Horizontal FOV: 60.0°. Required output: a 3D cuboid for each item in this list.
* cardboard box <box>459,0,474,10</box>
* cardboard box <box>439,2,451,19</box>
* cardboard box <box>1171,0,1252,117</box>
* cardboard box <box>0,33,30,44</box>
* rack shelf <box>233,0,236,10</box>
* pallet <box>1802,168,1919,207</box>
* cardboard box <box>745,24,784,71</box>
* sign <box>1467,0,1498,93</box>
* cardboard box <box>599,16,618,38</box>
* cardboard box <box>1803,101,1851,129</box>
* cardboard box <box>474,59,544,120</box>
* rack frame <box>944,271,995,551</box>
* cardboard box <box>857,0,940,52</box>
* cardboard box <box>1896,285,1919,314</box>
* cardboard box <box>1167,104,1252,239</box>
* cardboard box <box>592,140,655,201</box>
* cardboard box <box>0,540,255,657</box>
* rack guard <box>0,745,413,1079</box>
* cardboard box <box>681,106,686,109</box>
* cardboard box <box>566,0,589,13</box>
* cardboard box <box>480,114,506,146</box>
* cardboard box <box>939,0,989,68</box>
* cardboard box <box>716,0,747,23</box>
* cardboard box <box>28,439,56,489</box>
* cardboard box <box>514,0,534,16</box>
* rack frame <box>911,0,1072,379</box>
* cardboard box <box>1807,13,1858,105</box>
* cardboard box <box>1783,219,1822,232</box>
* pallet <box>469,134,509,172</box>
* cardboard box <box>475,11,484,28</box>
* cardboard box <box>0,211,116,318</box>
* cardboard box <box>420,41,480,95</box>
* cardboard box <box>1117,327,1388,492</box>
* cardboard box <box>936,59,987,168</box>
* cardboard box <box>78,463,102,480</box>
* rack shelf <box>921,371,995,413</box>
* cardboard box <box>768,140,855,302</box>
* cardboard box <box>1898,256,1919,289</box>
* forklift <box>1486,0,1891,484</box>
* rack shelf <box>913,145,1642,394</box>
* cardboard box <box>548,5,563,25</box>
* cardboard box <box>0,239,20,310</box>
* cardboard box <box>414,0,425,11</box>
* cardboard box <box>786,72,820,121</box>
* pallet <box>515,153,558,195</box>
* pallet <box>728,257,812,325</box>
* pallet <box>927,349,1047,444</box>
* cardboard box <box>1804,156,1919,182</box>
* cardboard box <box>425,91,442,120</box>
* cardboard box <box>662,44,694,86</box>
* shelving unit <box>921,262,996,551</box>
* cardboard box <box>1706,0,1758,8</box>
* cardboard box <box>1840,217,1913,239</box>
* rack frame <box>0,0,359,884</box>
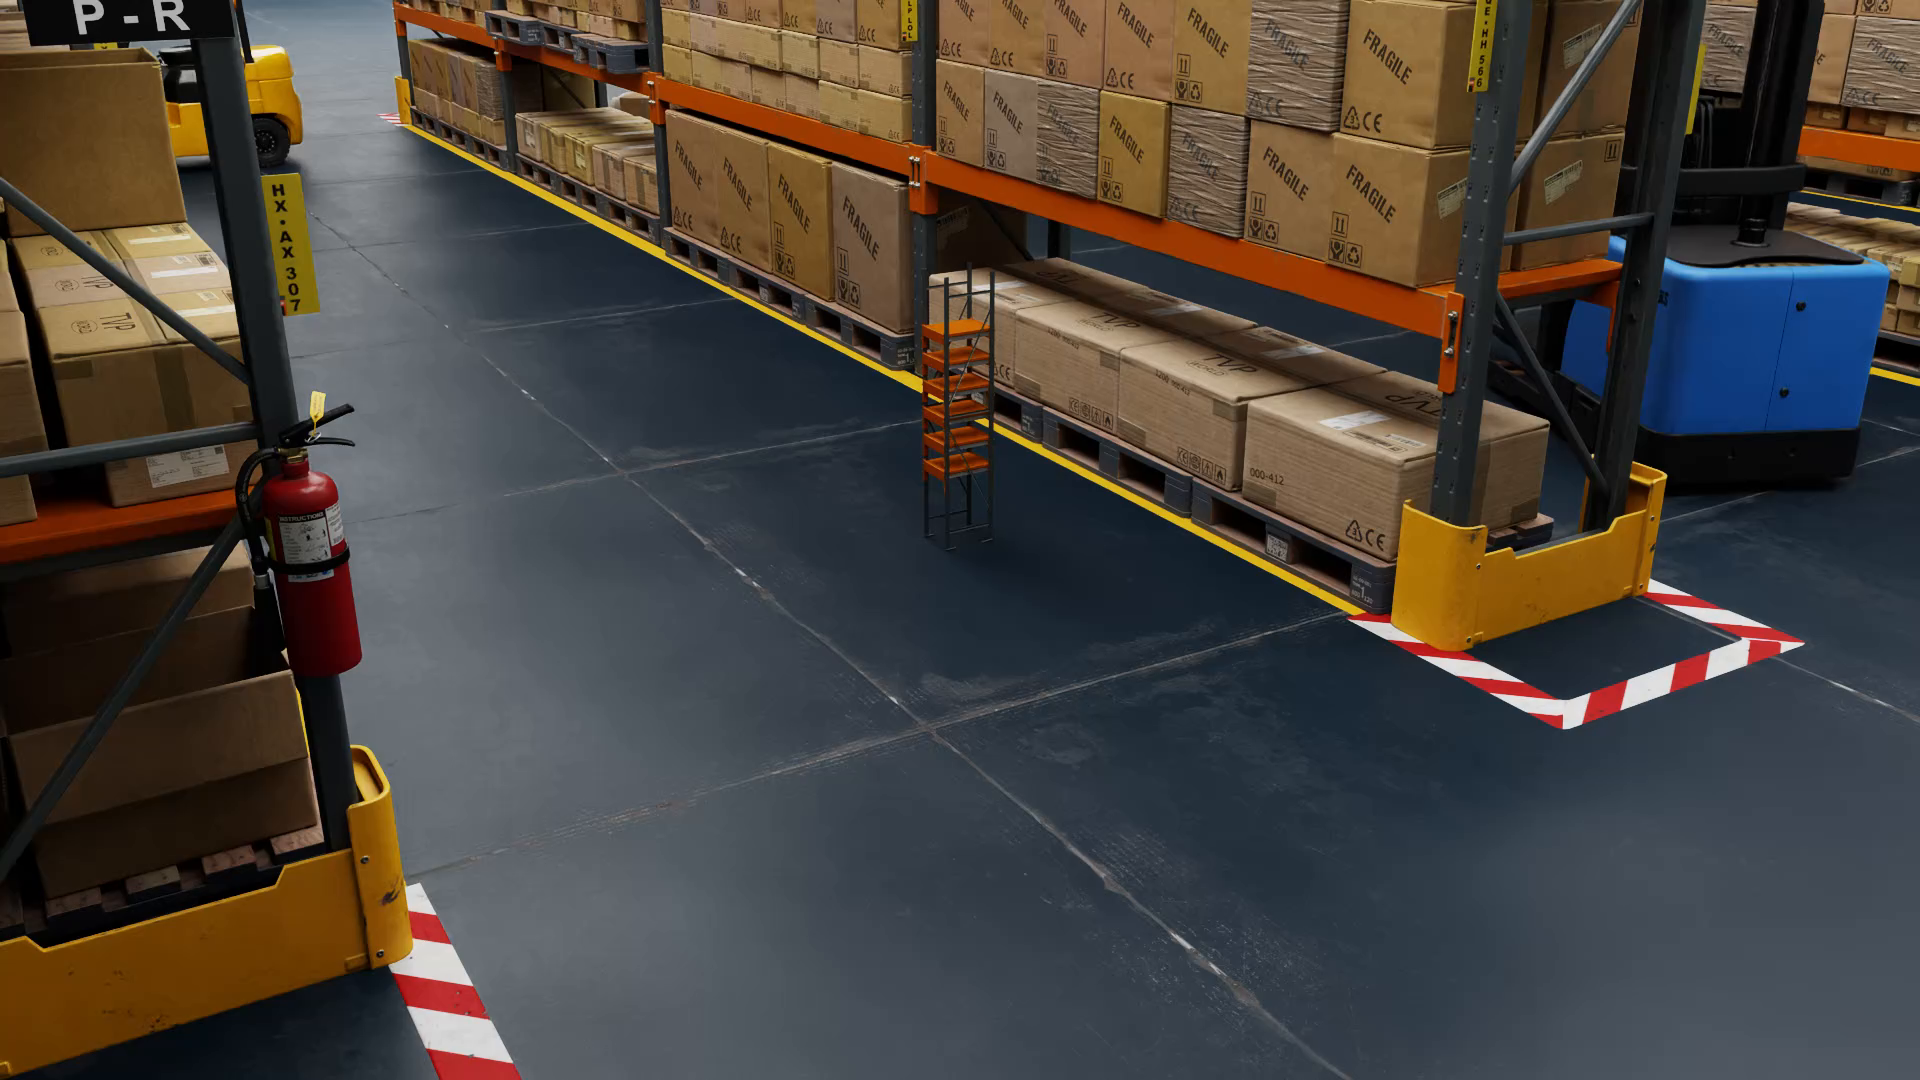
[{"bbox_3d":[-4.600,-5.463,16.240,0.500,0.500,0.500,-12,25,-26],"label":"cardboard box"},{"bbox_3d":[-5.106,-5.440,17.045,0.380,0.149,0.250,-12,25,-28],"label":"cardboard box"},{"bbox_3d":[1.246,-2.077,6.977,0.500,0.500,0.500,-13,25,-29],"label":"cardboard box"},{"bbox_3d":[-4.389,-2.080,7.755,0.700,0.500,0.500,-12,25,-28],"label":"cardboard box"},{"bbox_3d":[-3.048,-1.881,4.927,1.077,0.370,4.000,-13,25,-28],"label":"rack shelf"},{"bbox_3d":[8.256,-3.277,15.094,1.003,0.211,1.213,-13,25,-28],"label":"pallet"},{"bbox_3d":[-1.046,-3.175,10.675,0.500,0.250,0.500,-12,25,-27],"label":"cardboard box"},{"bbox_3d":[1.766,-1.679,5.607,0.100,0.325,0.005,-13,25,-28],"label":"sign"},{"bbox_3d":[-2.584,-4.007,12.963,0.380,0.149,0.250,-13,25,-29],"label":"cardboard box"},{"bbox_3d":[5.302,-2.569,9.983,0.380,0.149,0.250,-12,25,-27],"label":"cardboard box"},{"bbox_3d":[-4.424,-4.426,16.314,0.500,0.500,0.500,-13,25,-29],"label":"cardboard box"},{"bbox_3d":[0.039,-0.531,7.024,0.240,1.200,0.006,-13,25,-28],"label":"rack frame"},{"bbox_3d":[-0.248,-3.034,9.331,0.500,0.500,0.500,-12,25,-27],"label":"cardboard box"},{"bbox_3d":[5.661,-1.413,9.638,0.380,0.149,0.250,-14,26,-30],"label":"cardboard box"},{"bbox_3d":[1.251,-1.615,7.167,0.500,0.500,0.500,-12,25,-27],"label":"cardboard box"},{"bbox_3d":[-2.511,-3.122,13.941,0.950,0.372,0.625,-13,26,-29],"label":"cardboard box"},{"bbox_3d":[-2.660,0.286,5.386,0.700,0.500,0.500,-11,25,-26],"label":"cardboard box"},{"bbox_3d":[-2.065,0.956,4.295,1.175,0.500,0.348,-13,25,-28],"label":"rack guard"},{"bbox_3d":[-2.860,-5.074,19.127,0.637,0.503,0.797,8,23,18],"label":"cardboard box"},{"bbox_3d":[-2.851,-4.523,13.371,0.500,0.500,0.500,-15,26,-32],"label":"cardboard box"},{"bbox_3d":[-4.424,-4.078,16.455,0.500,0.250,0.500,-11,25,-26],"label":"cardboard box"},{"bbox_3d":[0.231,-2.737,8.600,0.500,0.500,0.500,-12,25,-28],"label":"cardboard box"},{"bbox_3d":[-1.293,-3.696,10.961,0.500,0.500,0.500,-12,25,-27],"label":"cardboard box"},{"bbox_3d":[-2.503,-0.210,4.179,0.380,0.149,0.250,-12,25,-27],"label":"cardboard box"},{"bbox_3d":[-3.760,-4.773,14.848,0.380,0.149,0.250,-12,25,-27],"label":"cardboard box"},{"bbox_3d":[0.196,-2.428,9.301,1.000,3.000,0.127,-13,25,-28],"label":"rack frame"},{"bbox_3d":[5.220,-2.891,9.913,0.500,0.500,0.500,-11,25,-26],"label":"cardboard box"},{"bbox_3d":[5.174,-1.900,10.440,0.380,0.149,0.250,-12,25,-28],"label":"cardboard box"},{"bbox_3d":[-4.264,-3.936,16.715,1.003,0.211,1.213,-13,25,-28],"label":"pallet"},{"bbox_3d":[-4.450,-5.026,16.027,0.380,0.149,0.250,-12,25,-27],"label":"cardboard box"},{"bbox_3d":[-2.825,-0.932,5.425,0.500,0.250,0.500,-13,26,-30],"label":"cardboard box"},{"bbox_3d":[-5.476,-5.090,17.949,0.500,0.500,0.500,-14,26,-30],"label":"cardboard box"},{"bbox_3d":[1.341,-0.630,7.722,0.875,0.438,0.875,-12,25,-27],"label":"cardboard box"},{"bbox_3d":[0.210,-2.272,8.784,0.500,0.500,0.500,-12,25,-27],"label":"cardboard box"},{"bbox_3d":[-2.128,-0.293,4.383,0.380,0.149,0.250,-12,25,-27],"label":"cardboard box"},{"bbox_3d":[-0.007,-0.631,7.069,0.258,0.103,0.180,-13,25,-28],"label":"rack shelf"},{"bbox_3d":[-0.658,-2.114,10.794,0.875,0.875,0.875,-12,25,-27],"label":"cardboard box"},{"bbox_3d":[5.634,-1.542,9.559,0.380,0.149,0.250,-13,26,-29],"label":"cardboard box"},{"bbox_3d":[3.582,-2.136,8.675,1.130,2.935,3.031,-2,22,-5],"label":"forklift"},{"bbox_3d":[1.217,-1.447,7.844,1.077,0.370,4.000,-13,25,-28],"label":"rack shelf"},{"bbox_3d":[-3.238,-4.429,14.000,0.380,0.149,0.250,-12,25,-26],"label":"cardboard box"},{"bbox_3d":[-3.001,-0.672,4.784,0.500,0.250,0.500,-12,25,-27],"label":"cardboard box"},{"bbox_3d":[-5.641,-5.775,17.869,0.380,0.149,0.250,-12,25,-27],"label":"cardboard box"},{"bbox_3d":[-0.751,-2.787,10.384,0.500,0.250,0.500,-13,26,-30],"label":"cardboard box"},{"bbox_3d":[-3.492,-3.474,15.578,1.003,0.211,1.213,-13,25,-28],"label":"pallet"},{"bbox_3d":[-0.890,-1.767,11.378,1.003,0.211,1.213,-13,25,-28],"label":"pallet"},{"bbox_3d":[0.517,-0.875,9.183,1.003,0.211,1.213,-13,25,-28],"label":"pallet"},{"bbox_3d":[8.371,-3.748,14.812,1.225,0.875,0.875,-13,25,-28],"label":"cardboard box"},{"bbox_3d":[-5.505,-4.752,18.113,0.500,0.250,0.500,-12,25,-26],"label":"cardboard box"},{"bbox_3d":[-1.814,-3.446,12.006,0.500,0.250,0.500,-13,26,-29],"label":"cardboard box"},{"bbox_3d":[-0.007,-0.561,7.097,0.258,1.200,0.189,-13,25,-28],"label":"shelving unit"},{"bbox_3d":[4.929,-3.533,10.165,0.500,0.500,0.500,-12,25,-27],"label":"cardboard box"},{"bbox_3d":[5.778,-1.924,10.501,0.380,0.149,0.250,-12,25,-27],"label":"cardboard box"},{"bbox_3d":[-2.026,-0.177,3.763,1.000,3.000,0.127,-13,25,-28],"label":"rack frame"}]
